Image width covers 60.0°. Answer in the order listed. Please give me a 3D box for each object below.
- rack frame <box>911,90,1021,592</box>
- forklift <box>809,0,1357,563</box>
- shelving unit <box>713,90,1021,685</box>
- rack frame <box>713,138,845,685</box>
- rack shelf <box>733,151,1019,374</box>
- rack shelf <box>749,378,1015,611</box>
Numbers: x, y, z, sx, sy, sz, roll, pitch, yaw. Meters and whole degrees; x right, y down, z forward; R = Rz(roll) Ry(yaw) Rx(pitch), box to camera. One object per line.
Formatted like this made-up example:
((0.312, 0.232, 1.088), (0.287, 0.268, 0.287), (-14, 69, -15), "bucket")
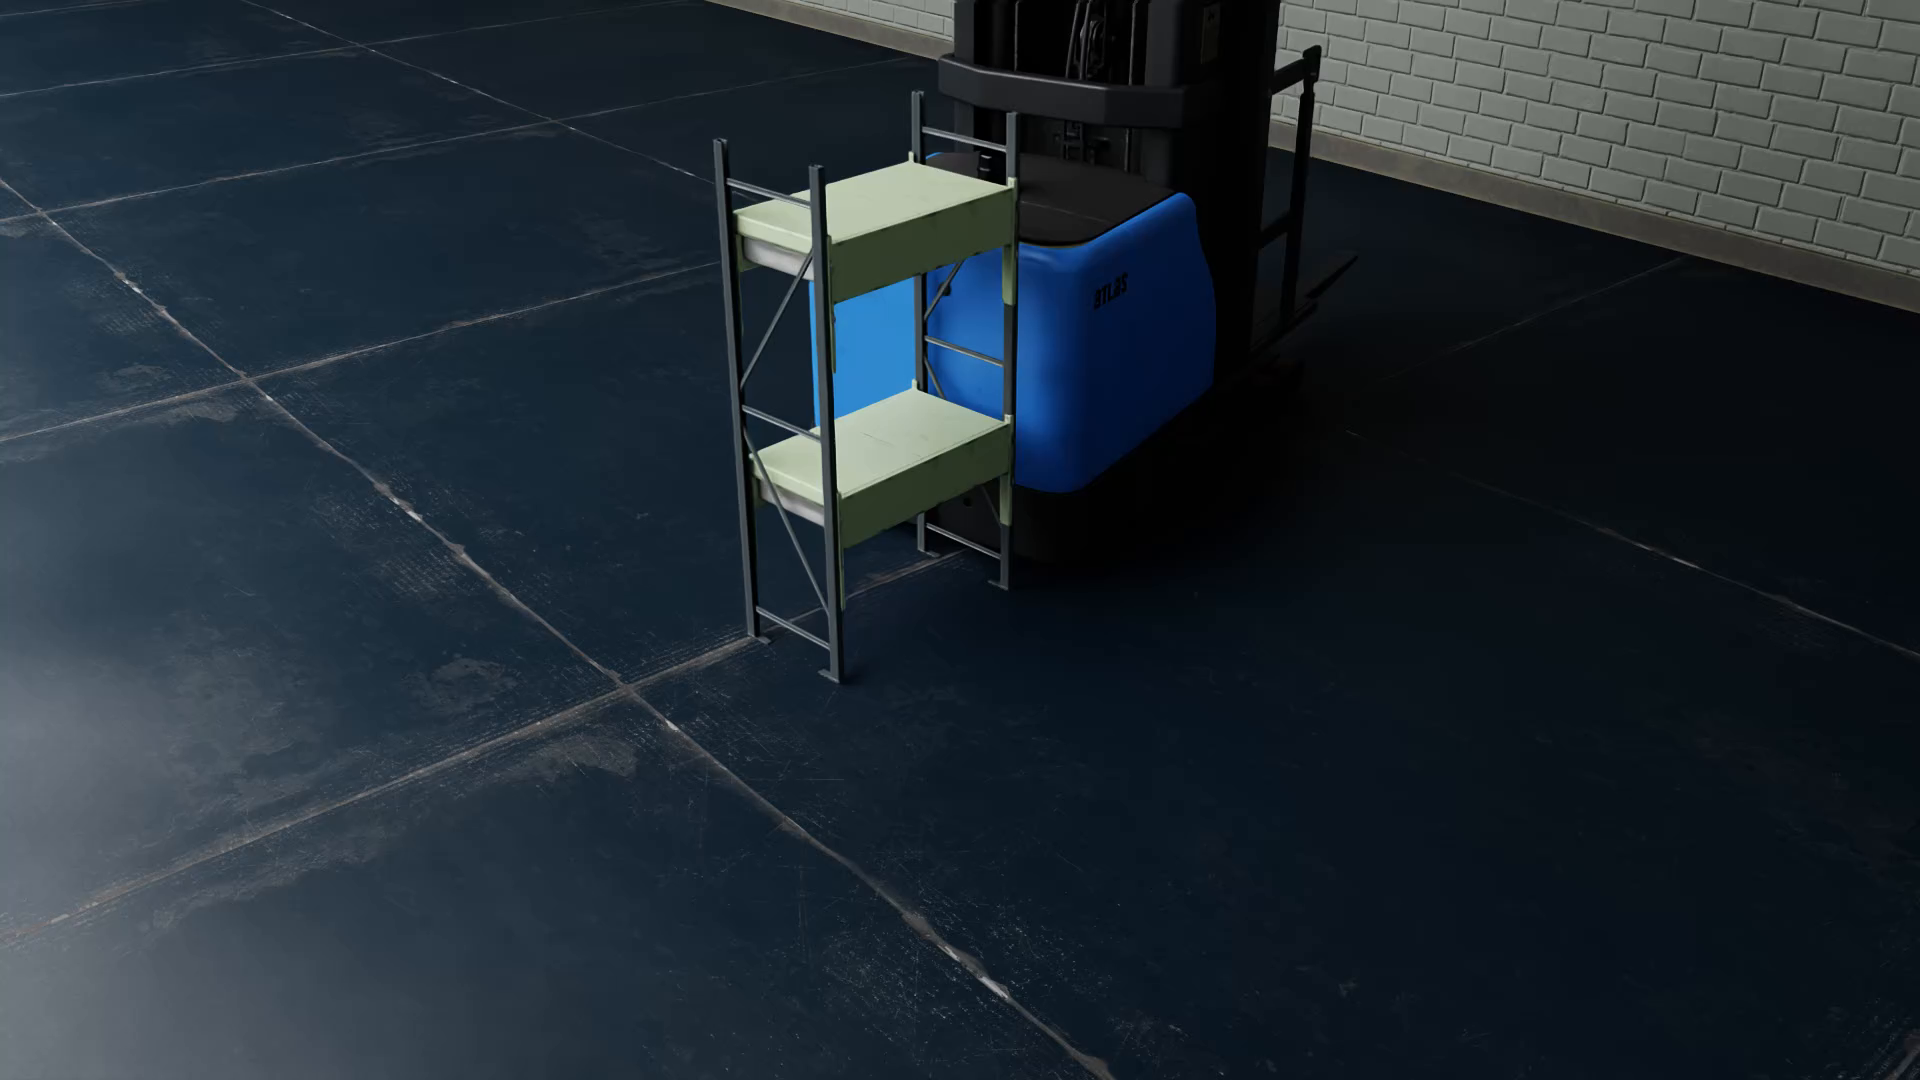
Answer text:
((0.014, -0.566, 5.013), (0.400, 1.500, 0.023), (24, 36, 37), "rack frame")
((0.704, -1.871, 5.936), (1.130, 2.935, 3.031), (16, 32, 28), "forklift")
((-0.236, -0.440, 4.776), (0.431, 1.500, 0.755), (24, 36, 37), "shelving unit")
((-0.485, -0.313, 4.540), (0.400, 1.500, 0.023), (24, 36, 37), "rack frame")
((-0.236, -0.784, 4.592), (0.431, 0.370, 0.720), (24, 36, 37), "rack shelf")
((-0.236, -0.152, 4.930), (0.431, 0.370, 0.720), (24, 36, 37), "rack shelf")
